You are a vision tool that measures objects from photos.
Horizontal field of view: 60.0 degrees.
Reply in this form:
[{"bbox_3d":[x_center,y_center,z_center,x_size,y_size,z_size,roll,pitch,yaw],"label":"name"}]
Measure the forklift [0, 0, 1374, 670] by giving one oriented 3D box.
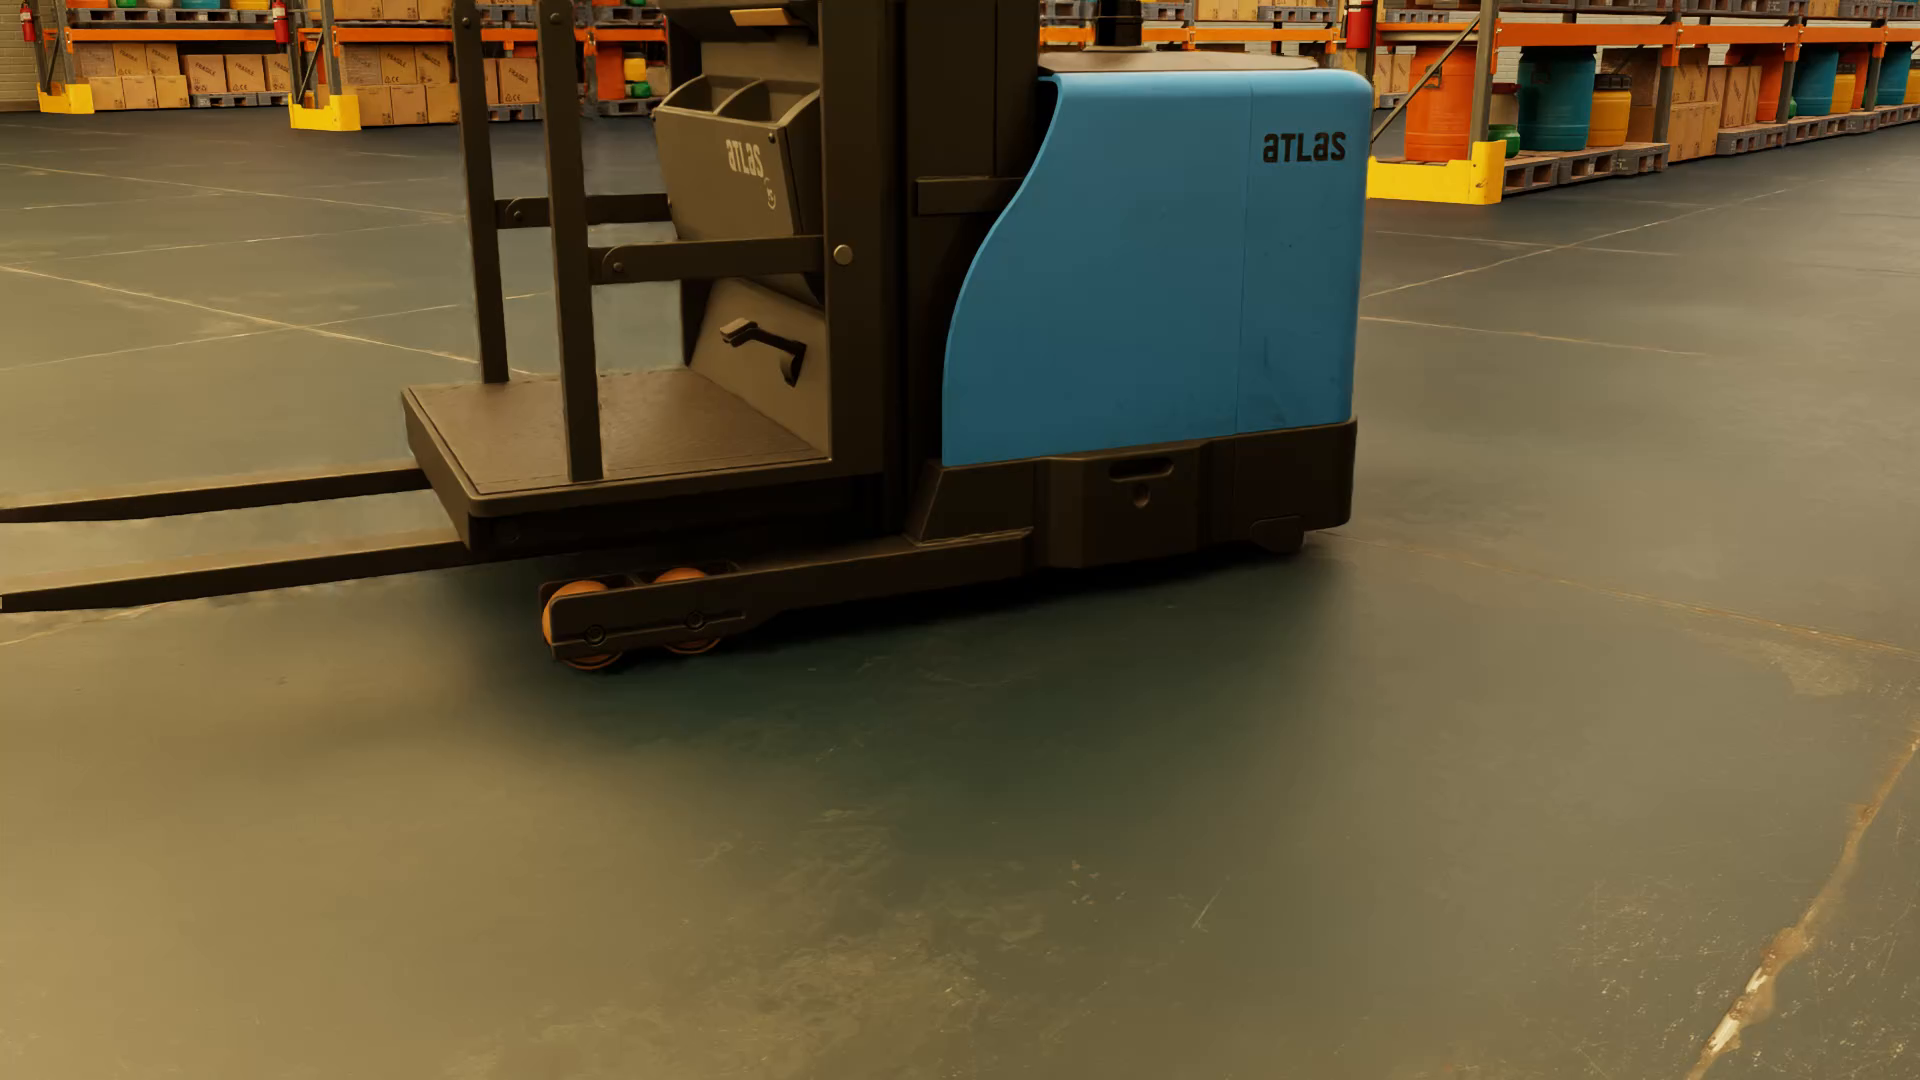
[{"bbox_3d":[-0.653,-1.332,3.283,3.031,2.935,1.130,-7,18,-23],"label":"forklift"}]
